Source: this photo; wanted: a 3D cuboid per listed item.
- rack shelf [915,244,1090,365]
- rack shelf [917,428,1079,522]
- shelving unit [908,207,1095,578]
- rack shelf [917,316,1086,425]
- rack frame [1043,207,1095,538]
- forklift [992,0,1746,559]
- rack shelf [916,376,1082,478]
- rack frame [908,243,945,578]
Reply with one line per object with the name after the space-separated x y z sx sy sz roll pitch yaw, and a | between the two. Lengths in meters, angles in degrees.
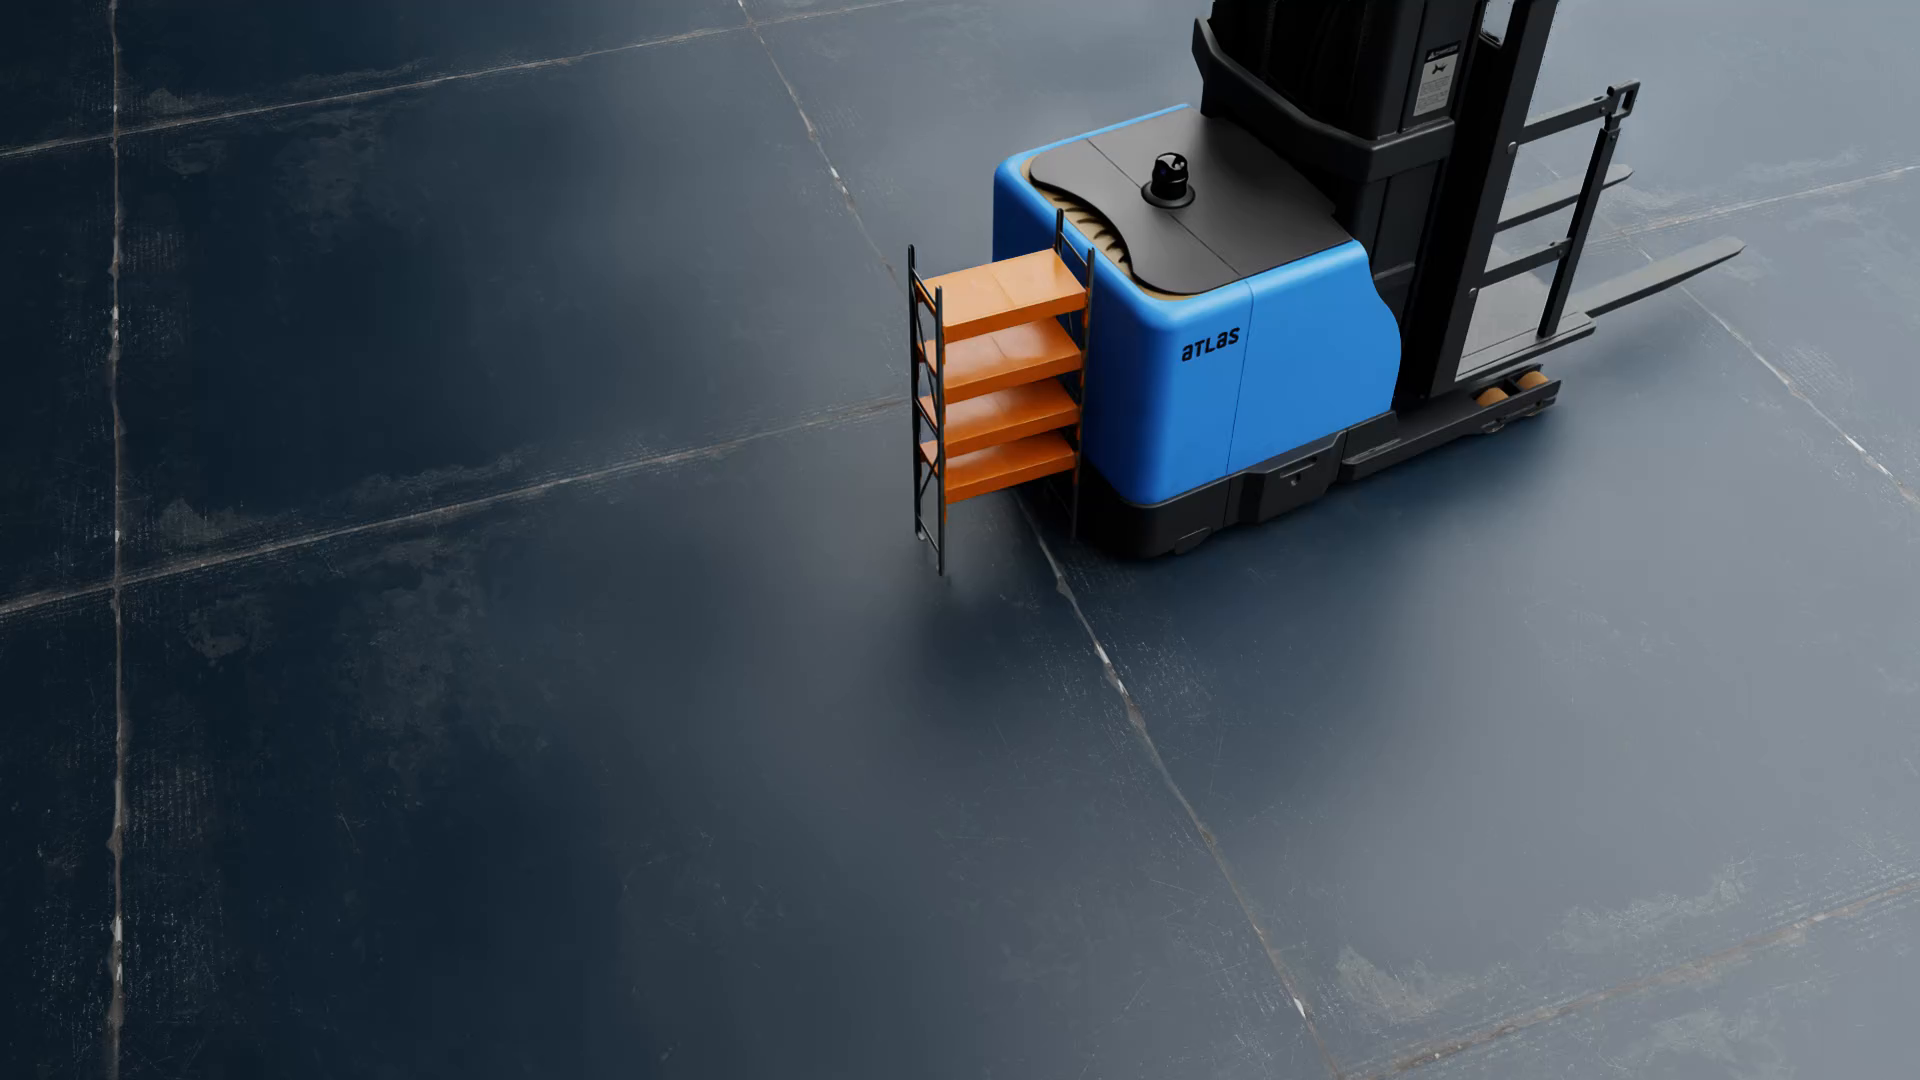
0.122 -0.720 5.066 0.480 0.148 0.258 -17 47 -16 | rack shelf
0.122 -0.255 5.533 0.480 0.148 0.258 -17 47 -16 | rack shelf
0.122 -0.443 5.344 0.503 1.200 0.258 -17 47 -16 | shelving unit
0.122 -0.553 5.234 0.480 0.148 0.258 -17 47 -16 | rack shelf
0.347 -0.510 5.411 0.015 1.200 0.240 -17 47 -16 | rack frame
1.638 -1.737 5.412 3.031 2.935 1.130 -21 49 -20 | forklift
0.122 -0.395 5.392 0.480 0.148 0.258 -17 47 -16 | rack shelf
-0.103 -0.376 5.278 0.015 1.200 0.240 -17 47 -16 | rack frame
